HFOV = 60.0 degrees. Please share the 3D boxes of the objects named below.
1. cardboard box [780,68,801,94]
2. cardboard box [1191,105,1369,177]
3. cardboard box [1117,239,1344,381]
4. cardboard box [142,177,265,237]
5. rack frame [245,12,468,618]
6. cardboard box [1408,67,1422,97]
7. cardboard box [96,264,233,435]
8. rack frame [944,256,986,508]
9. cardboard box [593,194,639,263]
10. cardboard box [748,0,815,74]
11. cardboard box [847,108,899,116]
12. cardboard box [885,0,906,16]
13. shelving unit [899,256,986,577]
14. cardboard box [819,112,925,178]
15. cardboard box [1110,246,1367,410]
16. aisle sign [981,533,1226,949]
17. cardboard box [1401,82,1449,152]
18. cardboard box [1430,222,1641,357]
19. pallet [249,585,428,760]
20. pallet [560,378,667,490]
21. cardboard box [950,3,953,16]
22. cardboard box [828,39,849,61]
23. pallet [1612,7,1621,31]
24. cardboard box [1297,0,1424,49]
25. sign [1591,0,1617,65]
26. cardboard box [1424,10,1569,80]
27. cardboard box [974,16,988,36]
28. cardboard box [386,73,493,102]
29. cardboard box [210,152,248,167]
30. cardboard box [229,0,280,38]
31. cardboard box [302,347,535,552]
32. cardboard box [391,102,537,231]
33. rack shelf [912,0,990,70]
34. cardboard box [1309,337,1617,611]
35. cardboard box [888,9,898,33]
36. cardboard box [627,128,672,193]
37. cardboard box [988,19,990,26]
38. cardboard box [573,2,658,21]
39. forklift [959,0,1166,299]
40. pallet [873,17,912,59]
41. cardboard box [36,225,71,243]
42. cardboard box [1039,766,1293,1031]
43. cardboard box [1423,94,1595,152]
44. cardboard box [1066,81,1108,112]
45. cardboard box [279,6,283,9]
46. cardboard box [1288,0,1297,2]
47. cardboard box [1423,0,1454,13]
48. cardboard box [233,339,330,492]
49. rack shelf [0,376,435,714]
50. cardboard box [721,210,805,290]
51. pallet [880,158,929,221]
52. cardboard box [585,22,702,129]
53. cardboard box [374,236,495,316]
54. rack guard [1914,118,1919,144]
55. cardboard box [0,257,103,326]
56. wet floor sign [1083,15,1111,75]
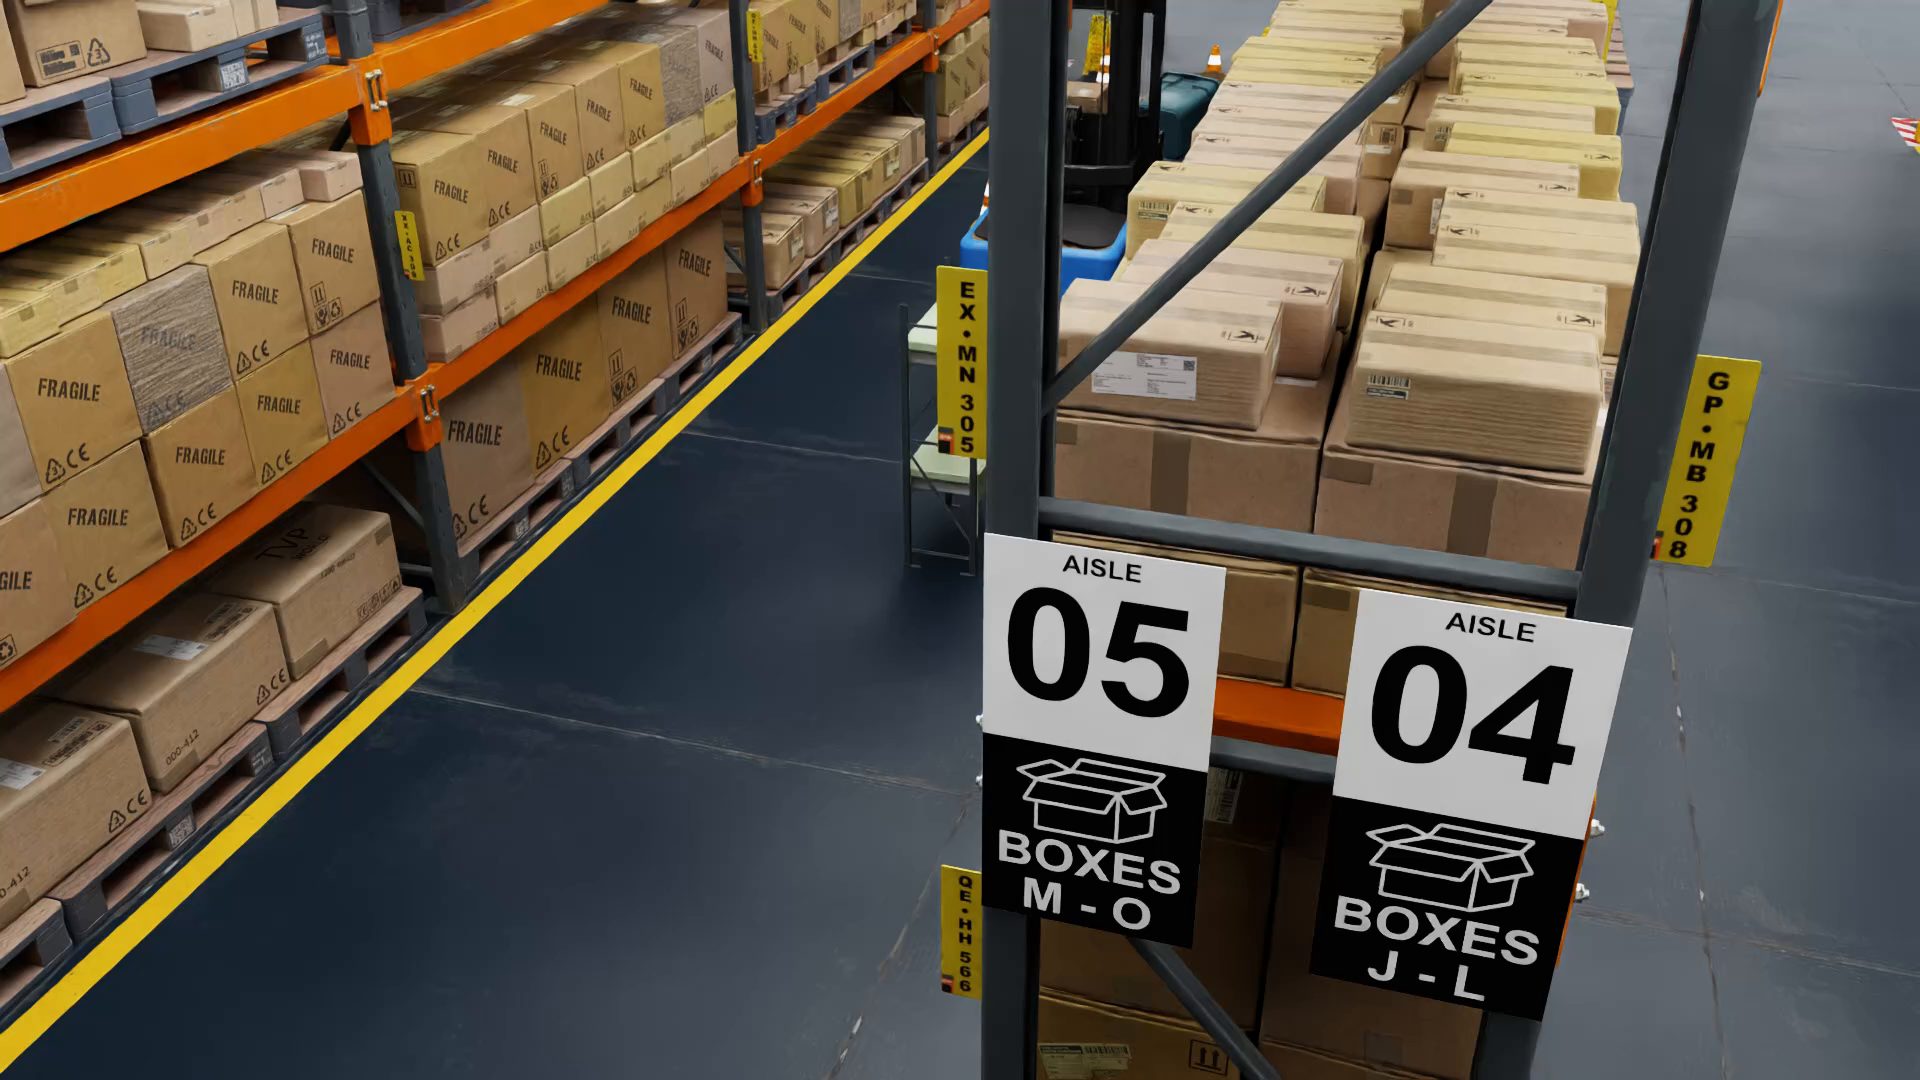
[{"bbox_3d":[-1.365,-3.317,11.953,0.380,0.149,0.250,7,30,12],"label":"cardboard box"},{"bbox_3d":[0.759,-0.919,3.961,0.380,0.149,0.250,9,30,16],"label":"cardboard box"},{"bbox_3d":[0.498,-0.432,3.086,0.380,0.149,0.250,9,30,16],"label":"cardboard box"},{"bbox_3d":[-3.101,-1.367,6.822,0.380,0.149,0.250,9,30,15],"label":"cardboard box"},{"bbox_3d":[-3.051,-1.012,7.984,1.000,3.000,0.127,8,30,15],"label":"rack frame"},{"bbox_3d":[1.189,-1.396,5.229,0.500,0.250,0.500,8,30,15],"label":"cardboard box"},{"bbox_3d":[-3.223,-0.762,6.403,0.500,0.500,0.500,9,30,16],"label":"cardboard box"},{"bbox_3d":[0.109,-0.829,9.197,0.400,1.500,0.023,8,30,15],"label":"rack frame"},{"bbox_3d":[-2.198,-1.821,9.593,0.500,0.250,0.500,8,30,14],"label":"cardboard box"},{"bbox_3d":[-1.378,-3.648,11.881,0.500,0.500,0.500,10,31,17],"label":"cardboard box"},{"bbox_3d":[-0.787,-4.025,15.797,0.500,0.250,0.500,10,31,17],"label":"cardboard box"},{"bbox_3d":[-0.764,-4.609,13.610,0.500,0.500,0.500,9,30,15],"label":"cardboard box"},{"bbox_3d":[0.002,-0.659,8.891,0.431,1.500,0.755,8,30,15],"label":"shelving unit"},{"bbox_3d":[-0.855,-3.521,14.765,0.950,0.372,0.625,9,30,16],"label":"cardboard box"},{"bbox_3d":[0.577,-0.446,3.521,0.500,0.250,0.500,8,30,14],"label":"cardboard box"},{"bbox_3d":[0.228,0.361,2.842,0.394,0.787,0.004,8,30,15],"label":"aisle sign"},{"bbox_3d":[1.505,-1.083,4.666,0.500,0.250,0.500,10,31,17],"label":"cardboard box"},{"bbox_3d":[1.090,-0.482,3.175,0.380,0.149,0.250,8,30,15],"label":"cardboard box"},{"bbox_3d":[-3.349,0.548,8.047,1.003,0.211,1.213,8,30,15],"label":"pallet"},{"bbox_3d":[-2.541,-0.732,10.349,1.003,0.211,1.213,8,30,15],"label":"pallet"},{"bbox_3d":[-0.279,-4.846,15.134,0.380,0.149,0.250,9,30,16],"label":"cardboard box"},{"bbox_3d":[-1.083,-3.814,12.847,0.380,0.149,0.250,9,30,16],"label":"cardboard box"},{"bbox_3d":[2.295,-2.336,7.471,1.213,0.211,1.003,8,30,15],"label":"pallet"},{"bbox_3d":[1.262,-1.644,5.264,0.380,0.149,0.250,8,30,14],"label":"cardboard box"},{"bbox_3d":[2.231,-1.816,5.811,0.100,0.325,0.005,8,30,15],"label":"sign"},{"bbox_3d":[1.591,-1.458,4.929,0.380,0.149,0.250,10,30,17],"label":"cardboard box"},{"bbox_3d":[0.048,-4.973,16.062,0.380,0.149,0.250,10,31,18],"label":"cardboard box"},{"bbox_3d":[-2.848,-2.211,9.007,0.500,0.500,0.500,9,30,16],"label":"cardboard box"},{"bbox_3d":[-3.392,-1.667,7.362,0.380,0.149,0.250,8,30,14],"label":"cardboard box"},{"bbox_3d":[-2.933,-2.149,6.546,0.396,0.266,0.258,9,30,16],"label":"cardboard box"},{"bbox_3d":[-2.946,-0.567,8.937,0.875,0.875,0.875,9,30,16],"label":"cardboard box"},{"bbox_3d":[-2.524,-1.897,8.443,0.500,0.500,0.500,8,30,15],"label":"cardboard box"},{"bbox_3d":[-0.116,-5.345,16.513,1.077,0.370,4.000,8,30,15],"label":"rack shelf"},{"bbox_3d":[0.916,-0.129,2.952,0.500,0.250,0.500,9,30,16],"label":"cardboard box"},{"bbox_3d":[-0.726,-4.280,13.686,0.380,0.149,0.250,8,30,14],"label":"cardboard box"},{"bbox_3d":[-2.054,-2.283,9.909,0.500,0.250,0.500,8,30,14],"label":"cardboard box"},{"bbox_3d":[0.180,-5.013,16.800,0.500,0.500,0.500,8,30,14],"label":"cardboard box"},{"bbox_3d":[-2.256,-3.158,10.709,0.500,0.500,0.500,8,30,13],"label":"cardboard box"},{"bbox_3d":[0.851,-2.854,11.365,1.130,2.935,3.031,7,30,13],"label":"forklift"},{"bbox_3d":[-1.067,-4.312,14.113,1.003,0.211,1.213,8,30,15],"label":"pallet"},{"bbox_3d":[-3.724,-1.195,6.513,0.380,0.149,0.250,8,30,13],"label":"cardboard box"},{"bbox_3d":[0.433,0.647,3.564,0.500,0.500,0.500,8,30,14],"label":"cardboard box"},{"bbox_3d":[1.333,-0.968,4.049,0.380,0.149,0.250,10,30,17],"label":"cardboard box"},{"bbox_3d":[1.007,-3.729,14.660,0.500,0.500,0.500,8,30,15],"label":"cardboard box"},{"bbox_3d":[-5.941,-4.375,13.670,0.500,0.250,0.500,8,30,14],"label":"cardboard box"},{"bbox_3d":[1.282,-1.769,5.488,0.380,0.149,0.250,7,30,13],"label":"cardboard box"},{"bbox_3d":[1.927,-2.052,6.232,0.700,0.500,0.500,9,30,15],"label":"cardboard box"},{"bbox_3d":[-3.089,-0.564,7.076,0.500,0.500,0.500,8,30,14],"label":"cardboard box"},{"bbox_3d":[-3.638,0.231,6.489,1.077,0.370,4.000,8,30,15],"label":"rack shelf"},{"bbox_3d":[-1.702,-2.168,12.332,0.950,0.372,0.625,6,30,11],"label":"cardboard box"},{"bbox_3d":[-0.930,-3.150,14.695,1.003,0.211,1.213,8,30,15],"label":"pallet"},{"bbox_3d":[-1.922,-2.835,10.129,0.500,0.500,0.500,9,30,16],"label":"cardboard box"},{"bbox_3d":[-2.653,-1.330,8.195,0.500,0.250,0.500,8,30,13],"label":"cardboard box"},{"bbox_3d":[9.922,-4.047,16.011,1.175,0.500,0.348,8,30,15],"label":"rack guard"},{"bbox_3d":[-3.331,-0.887,5.960,0.380,0.149,0.250,9,30,15],"label":"cardboard box"},{"bbox_3d":[1.550,-5.496,18.466,0.267,0.644,0.232,20,35,32],"label":"wet floor sign"}]
